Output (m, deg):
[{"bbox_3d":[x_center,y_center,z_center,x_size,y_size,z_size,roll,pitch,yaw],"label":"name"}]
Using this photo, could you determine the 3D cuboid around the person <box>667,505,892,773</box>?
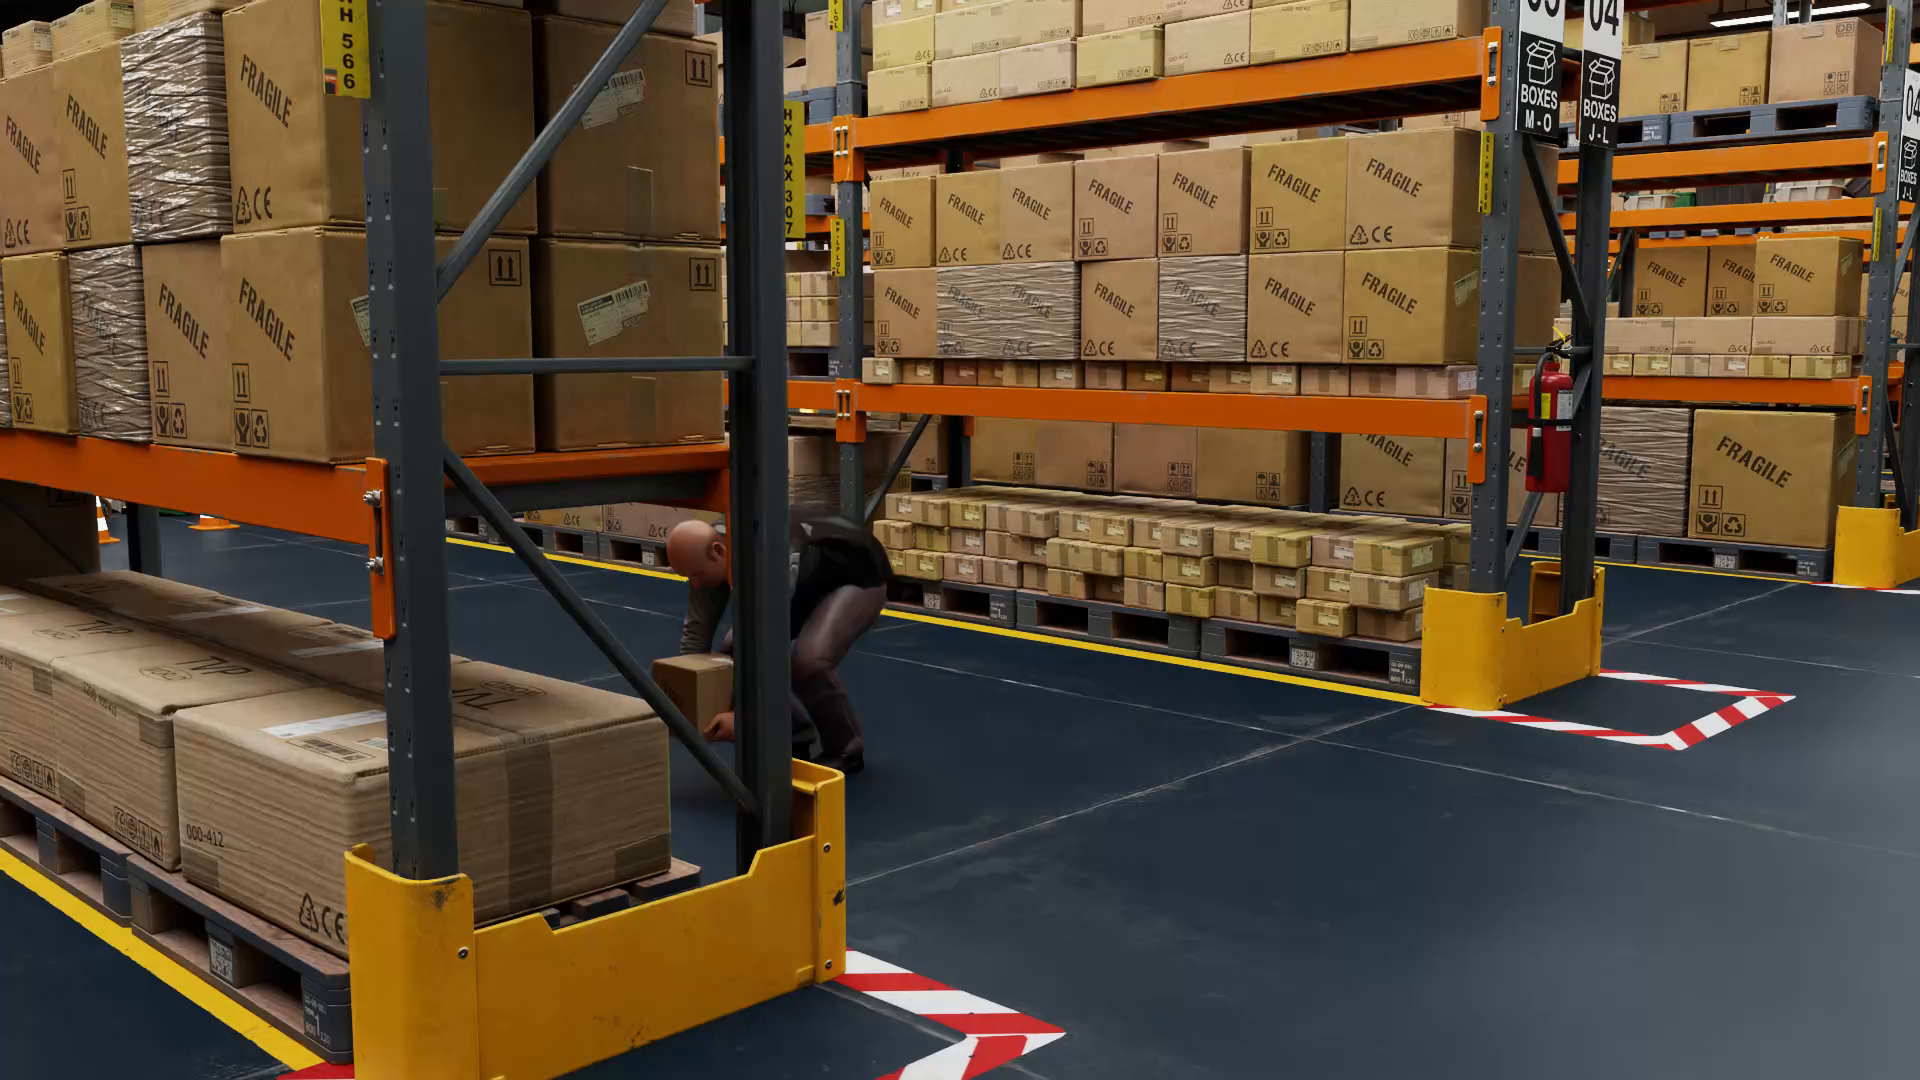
[{"bbox_3d":[-0.654,0.362,5.929,0.510,0.986,0.945,6,9,41],"label":"person"}]
